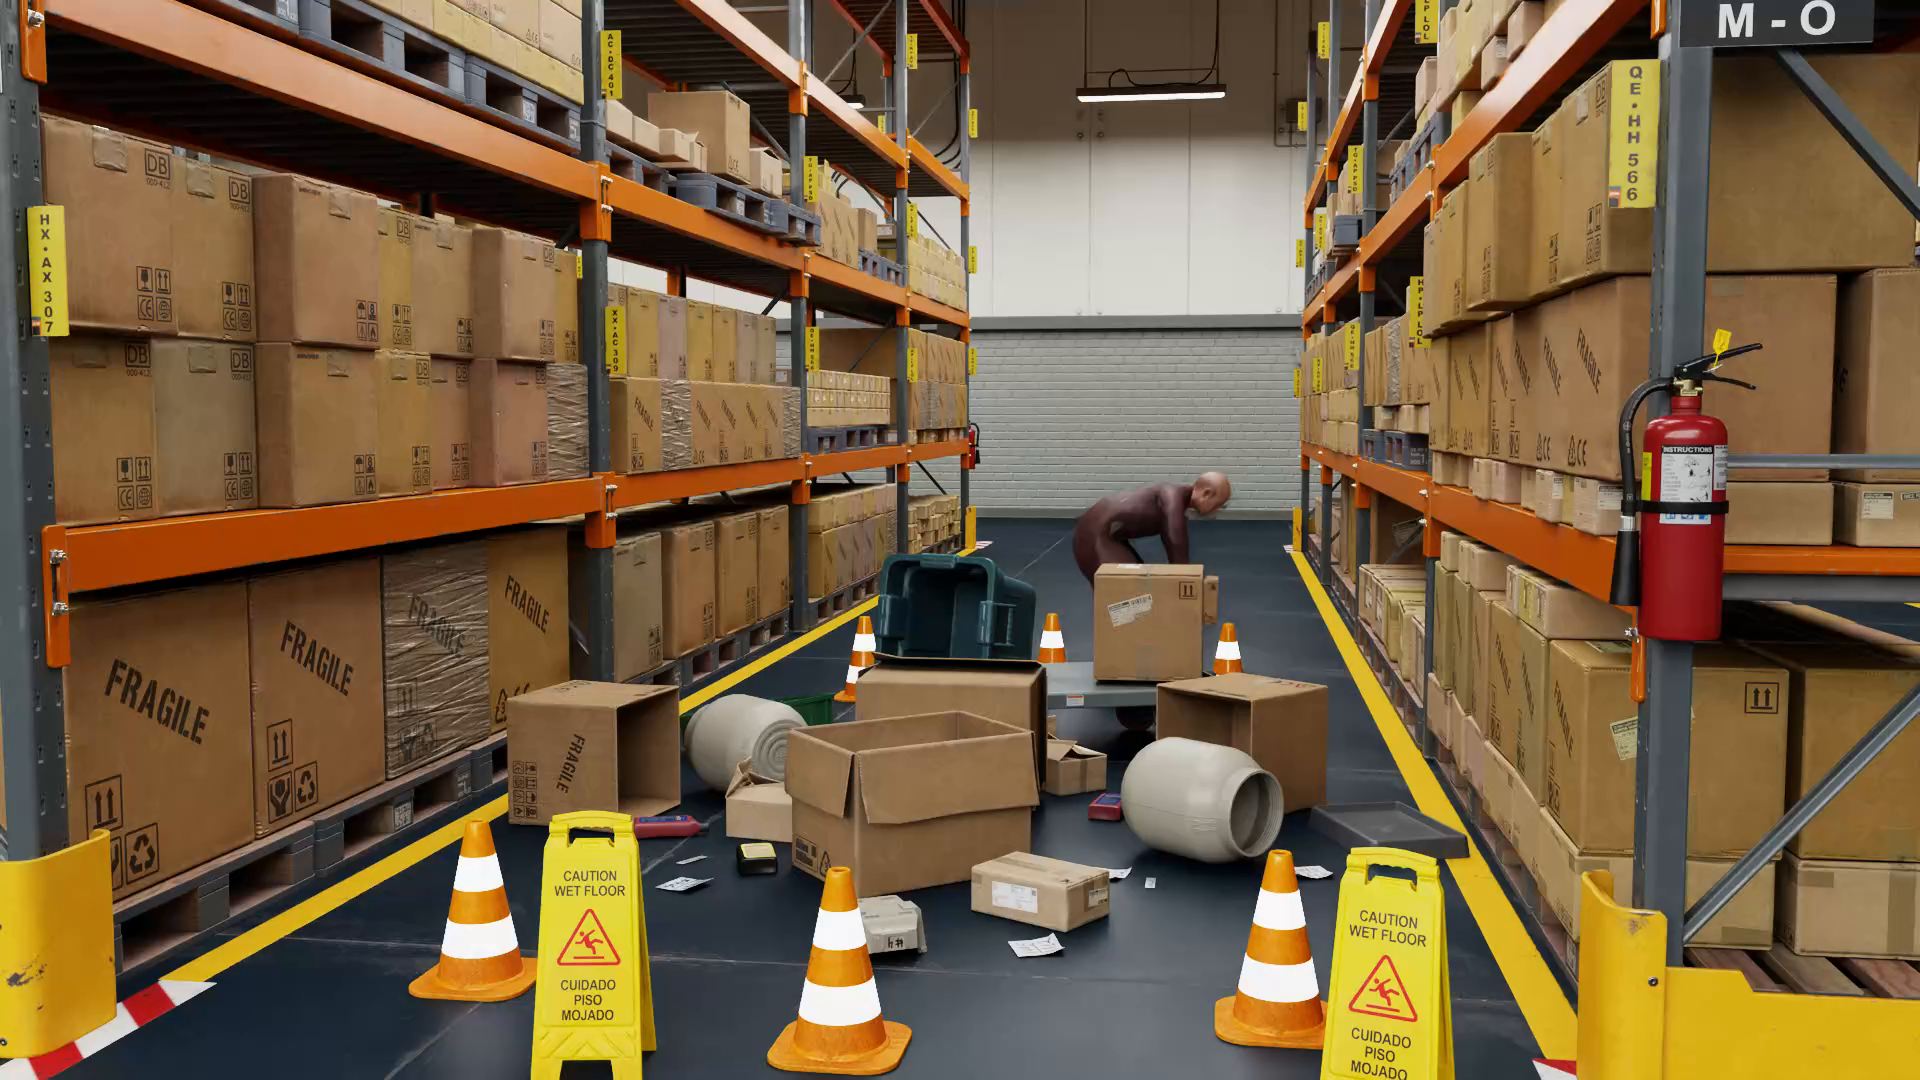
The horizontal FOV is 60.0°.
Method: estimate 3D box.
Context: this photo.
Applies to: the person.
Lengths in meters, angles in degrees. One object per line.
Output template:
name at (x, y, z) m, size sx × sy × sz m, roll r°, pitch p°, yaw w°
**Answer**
person at (1.103, 0.245, 9.627) m, size 0.909 × 1.284 × 0.562 m, roll 0°, pitch 4°, yaw 6°
